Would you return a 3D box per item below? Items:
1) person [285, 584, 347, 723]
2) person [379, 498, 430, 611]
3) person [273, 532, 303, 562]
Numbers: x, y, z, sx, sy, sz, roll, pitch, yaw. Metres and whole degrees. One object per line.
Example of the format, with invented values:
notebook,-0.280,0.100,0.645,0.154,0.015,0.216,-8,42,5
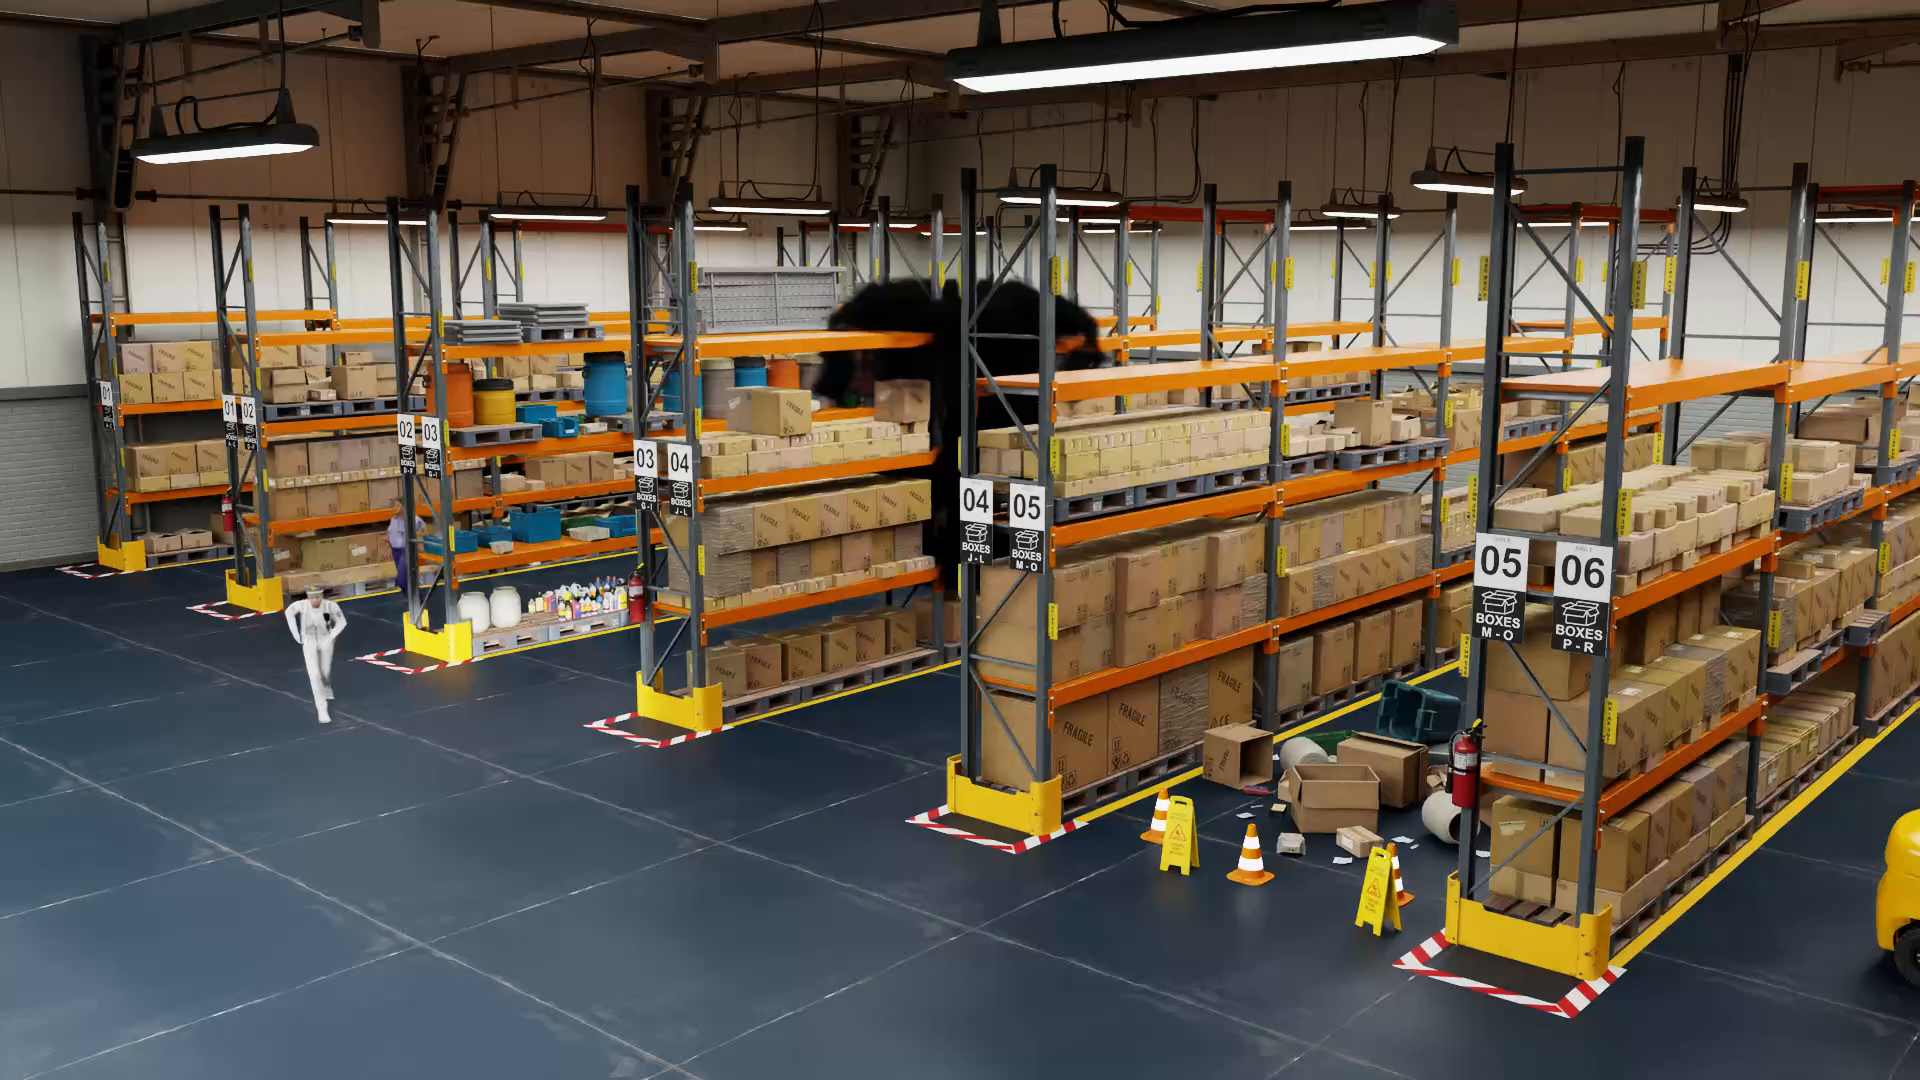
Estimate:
person,-7.399,1.238,19.188,0.655,1.627,0.980,-3,10,-16
person,-7.763,0.270,23.199,0.580,1.698,0.645,6,11,31
person,-11.054,-0.174,27.213,0.663,1.764,0.880,6,11,32
